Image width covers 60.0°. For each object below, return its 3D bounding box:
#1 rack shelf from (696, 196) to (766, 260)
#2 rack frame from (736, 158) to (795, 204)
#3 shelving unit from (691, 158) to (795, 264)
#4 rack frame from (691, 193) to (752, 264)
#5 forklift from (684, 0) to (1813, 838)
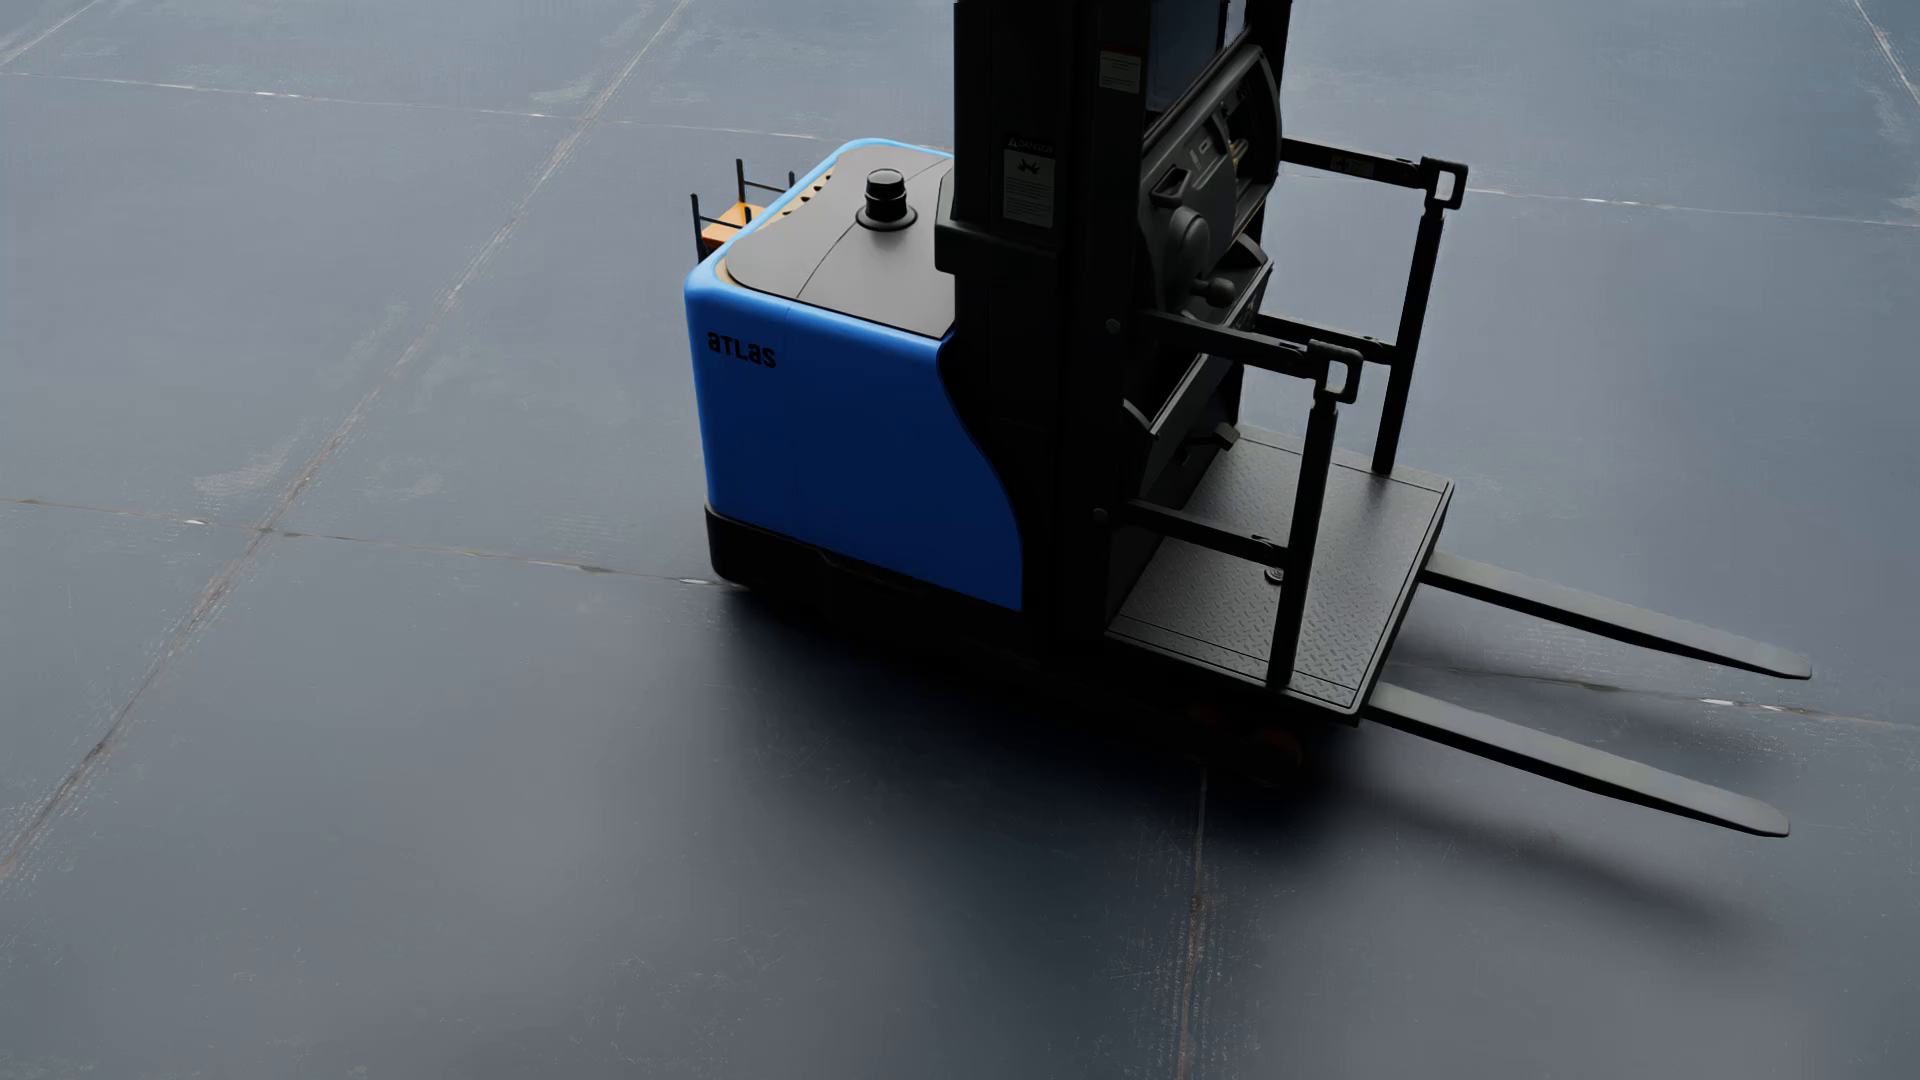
[{"bbox_3d":[-0.634,-0.852,5.028,0.215,0.259,0.240,17,43,20],"label":"rack shelf"},{"bbox_3d":[-0.580,-0.711,5.286,0.200,1.050,0.008,17,43,20],"label":"rack frame"},{"bbox_3d":[-0.634,-0.641,5.202,0.215,1.050,0.252,17,43,20],"label":"shelving unit"},{"bbox_3d":[-0.688,-0.571,5.117,0.200,1.050,0.008,17,43,20],"label":"rack frame"},{"bbox_3d":[0.798,-0.856,3.985,3.031,2.935,1.130,17,43,20],"label":"forklift"}]
